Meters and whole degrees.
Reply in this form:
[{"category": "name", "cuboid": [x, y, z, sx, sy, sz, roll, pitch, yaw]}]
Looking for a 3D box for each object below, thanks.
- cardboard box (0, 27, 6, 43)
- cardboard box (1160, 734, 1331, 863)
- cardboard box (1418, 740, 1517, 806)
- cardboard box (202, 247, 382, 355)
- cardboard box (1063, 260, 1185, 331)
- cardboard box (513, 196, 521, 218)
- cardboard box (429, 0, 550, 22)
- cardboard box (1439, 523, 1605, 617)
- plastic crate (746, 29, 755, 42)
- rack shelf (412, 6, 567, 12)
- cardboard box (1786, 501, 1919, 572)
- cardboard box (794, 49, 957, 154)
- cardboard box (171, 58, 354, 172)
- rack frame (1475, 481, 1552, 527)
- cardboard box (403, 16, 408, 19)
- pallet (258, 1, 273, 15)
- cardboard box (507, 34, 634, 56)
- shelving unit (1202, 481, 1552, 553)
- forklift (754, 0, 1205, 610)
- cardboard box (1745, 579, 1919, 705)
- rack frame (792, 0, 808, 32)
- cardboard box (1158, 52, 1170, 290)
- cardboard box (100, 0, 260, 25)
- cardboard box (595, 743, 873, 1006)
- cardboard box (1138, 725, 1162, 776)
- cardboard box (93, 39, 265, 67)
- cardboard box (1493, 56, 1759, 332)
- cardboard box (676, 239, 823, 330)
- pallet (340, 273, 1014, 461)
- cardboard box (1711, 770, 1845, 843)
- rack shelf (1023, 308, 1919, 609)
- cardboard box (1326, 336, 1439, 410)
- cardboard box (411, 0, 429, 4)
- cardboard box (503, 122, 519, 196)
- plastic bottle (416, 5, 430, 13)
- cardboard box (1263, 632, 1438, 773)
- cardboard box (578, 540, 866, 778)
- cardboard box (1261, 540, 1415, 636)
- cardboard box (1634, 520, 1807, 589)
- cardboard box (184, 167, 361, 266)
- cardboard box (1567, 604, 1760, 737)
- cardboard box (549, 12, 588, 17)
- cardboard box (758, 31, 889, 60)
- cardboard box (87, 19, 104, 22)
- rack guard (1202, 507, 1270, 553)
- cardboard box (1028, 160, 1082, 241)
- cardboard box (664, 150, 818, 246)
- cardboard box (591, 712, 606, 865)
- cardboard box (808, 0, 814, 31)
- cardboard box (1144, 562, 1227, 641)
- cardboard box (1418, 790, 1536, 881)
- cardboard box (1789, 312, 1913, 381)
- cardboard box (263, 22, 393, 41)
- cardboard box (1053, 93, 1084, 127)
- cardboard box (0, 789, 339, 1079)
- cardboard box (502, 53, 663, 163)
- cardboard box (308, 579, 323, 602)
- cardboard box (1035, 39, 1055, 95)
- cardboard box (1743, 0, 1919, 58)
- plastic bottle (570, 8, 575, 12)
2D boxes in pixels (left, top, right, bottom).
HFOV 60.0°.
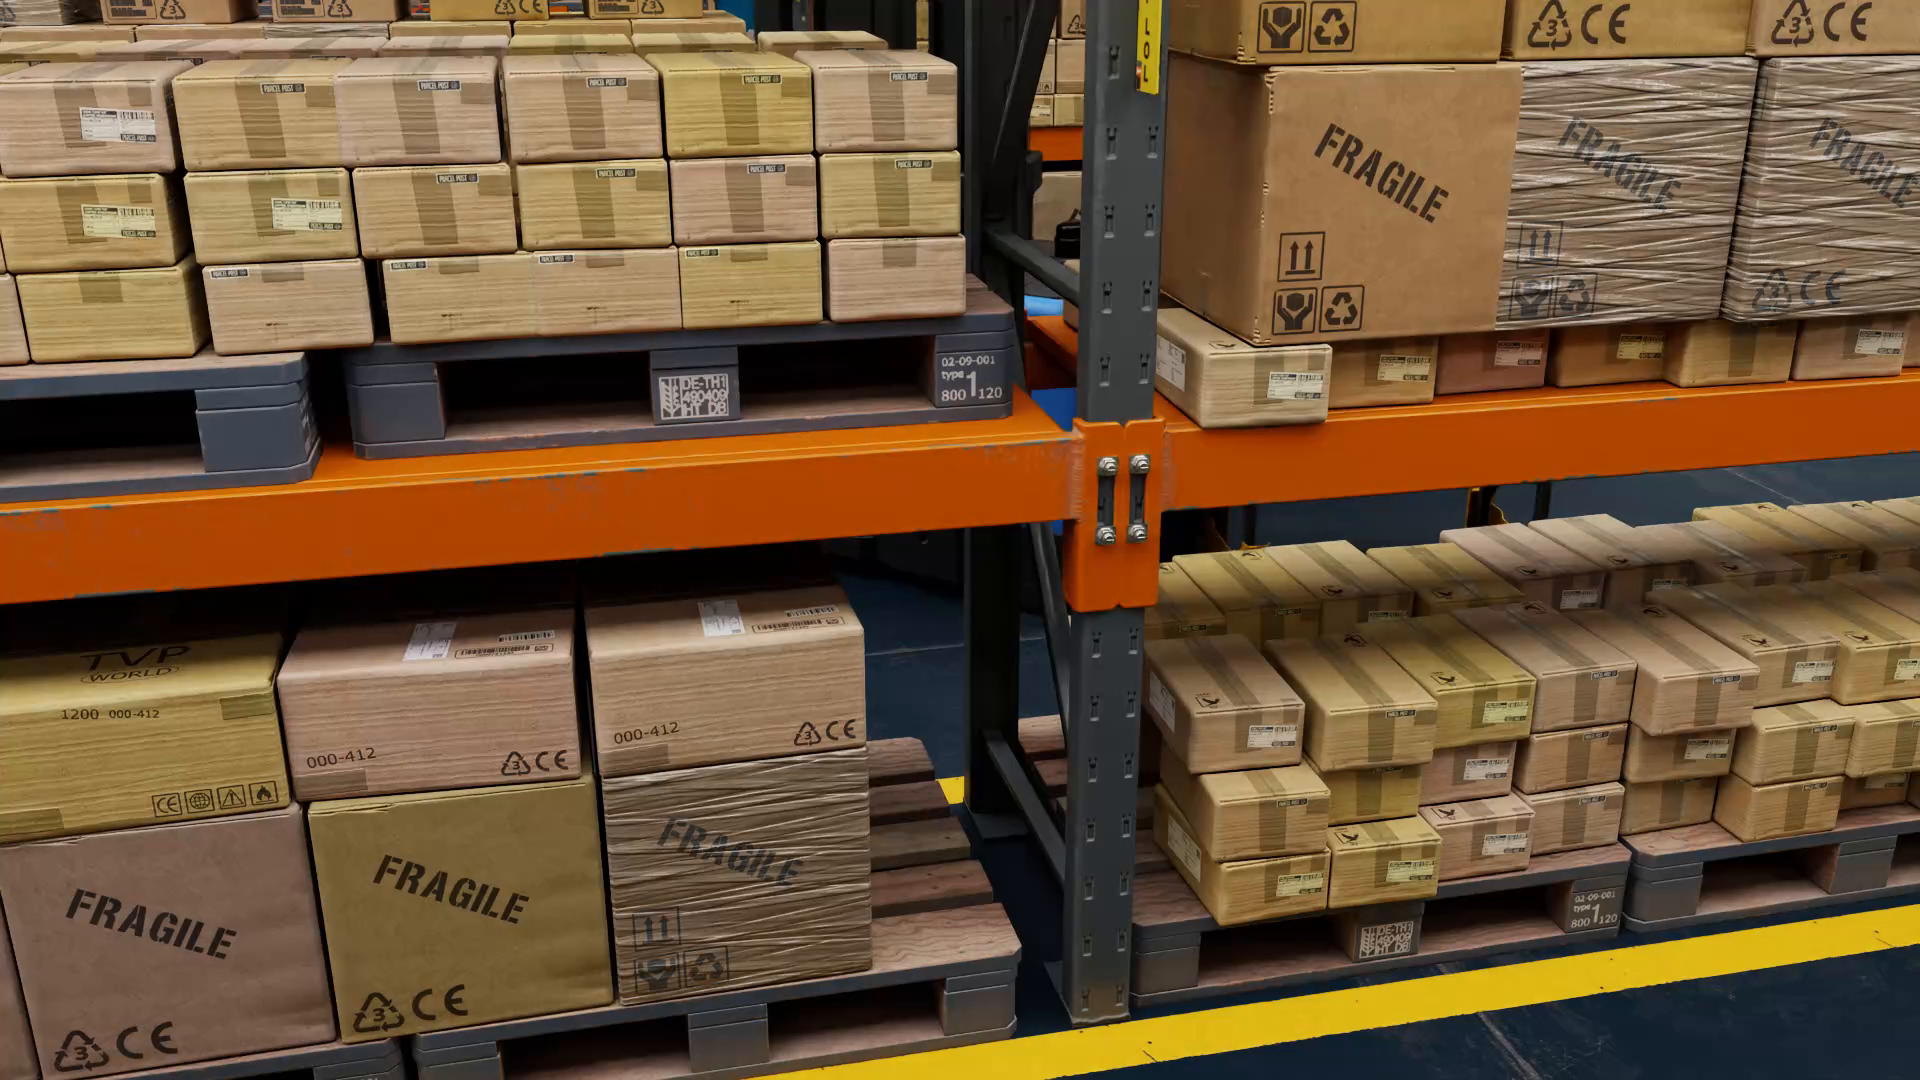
[{"category": "cardboard box", "cuboid": [-4.216, -1.897, 6.986, 0.500, 0.500, 0.500, -4, 21, -11]}, {"category": "cardboard box", "cuboid": [0.611, 0.530, 3.610, 0.250, 0.149, 0.380, -4, 20, -10]}, {"category": "cardboard box", "cuboid": [1.065, 0.448, 3.832, 0.250, 0.149, 0.380, -5, 21, -13]}, {"category": "cardboard box", "cuboid": [-1.166, -0.449, 2.933, 0.250, 0.149, 0.380, -6, 21, -15]}, {"category": "cardboard box", "cuboid": [0.408, -0.534, 3.776, 0.250, 0.149, 0.380, -5, 21, -13]}, {"category": "cardboard box", "cuboid": [-1.062, -0.691, 3.594, 0.250, 0.149, 0.380, -4, 21, -12]}, {"category": "cardboard box", "cuboid": [-2.149, -2.633, 7.538, 0.637, 0.503, 0.797, -4, 21, -12]}, {"category": "cardboard box", "cuboid": [1.463, 0.094, 4.367, 0.250, 0.149, 0.380, -6, 21, -15]}, {"category": "plastic crate", "cuboid": [-1.513, -3.770, 12.542, 0.243, 0.136, 0.396, -5, 21, -12]}, {"category": "rack shelf", "cuboid": [-6.225, -6.697, 21.282, 4.000, 0.370, 1.077, -5, 21, -12]}, {"category": "cardboard box", "cuboid": [2.479, 0.028, 4.547, 0.250, 0.149, 0.380, -4, 20, -10]}, {"category": "cardboard box", "cuboid": [-0.162, -0.812, 3.060, 0.250, 0.149, 0.380, -4, 20, -10]}, {"category": "cardboard box", "cuboid": [-1.170, -0.732, 2.841, 0.250, 0.149, 0.380, -5, 21, -14]}, {"category": "rack frame", "cuboid": [1.956, -0.585, 5.730, 0.032, 1.500, 0.500, -2, 20, -6]}, {"category": "cardboard box", "cuboid": [-2.842, -2.191, 7.789, 0.500, 0.500, 0.500, -4, 21, -11]}, {"category": "pallet", "cuboid": [-6.384, -5.206, 16.443, 1.003, 0.211, 1.213, -5, 21, -12]}, {"category": "cardboard box", "cuboid": [-0.825, -0.989, 3.542, 0.250, 0.149, 0.380, -4, 21, -12]}, {"category": "shelving unit", "cuboid": [1.460, -0.566, 5.680, 1.083, 1.500, 0.587, -2, 20, -6]}, {"category": "forklift", "cuboid": [-0.554, -1.510, 6.176, 3.031, 2.935, 1.130, 13, 24, 31]}, {"category": "cardboard box", "cuboid": [2.094, 0.238, 3.972, 0.250, 0.149, 0.380, -5, 21, -12]}, {"category": "rack frame", "cuboid": [-0.859, -2.219, 8.011, 0.127, 3.000, 1.000, -5, 21, -12]}, {"category": "cardboard box", "cuboid": [0.590, -0.870, 3.751, 0.500, 0.500, 0.500, -5, 21, -12]}, {"category": "cardboard box", "cuboid": [-3.401, -2.523, 7.239, 0.637, 0.503, 0.797, -4, 21, -11]}, {"category": "cardboard box", "cuboid": [-0.478, 0.569, 3.425, 0.500, 0.500, 0.500, -5, 21, -14]}, {"category": "cardboard box", "cuboid": [0.487, 0.446, 4.271, 0.250, 0.149, 0.380, -4, 21, -12]}, {"category": "cardboard box", "cuboid": [-1.563, -0.929, 3.380, 0.250, 0.149, 0.380, -4, 20, -10]}, {"category": "cardboard box", "cuboid": [1.204, -0.734, 3.379, 0.500, 0.500, 0.500, -5, 21, -12]}, {"category": "cardboard box", "cuboid": [-0.409, -0.511, 3.104, 0.250, 0.149, 0.380, -5, 21, -12]}, {"category": "pallet", "cuboid": [-0.593, -0.449, 3.458, 1.213, 0.211, 1.003, -5, 21, -12]}, {"category": "cardboard box", "cuboid": [1.866, 0.553, 3.978, 0.250, 0.149, 0.380, -5, 21, -14]}, {"category": "rack shelf", "cuboid": [2.130, -0.371, 4.013, 4.000, 0.370, 1.077, -5, 21, -12]}, {"category": "cardboard box", "cuboid": [0.769, -0.391, 3.386, 0.250, 0.149, 0.380, -4, 21, -11]}, {"category": "cardboard box", "cuboid": [-5.507, -5.559, 16.373, 0.500, 0.500, 0.700, -1, 20, -2]}, {"category": "cardboard box", "cuboid": [-1.061, -0.830, 3.541, 0.250, 0.149, 0.380, -6, 21, -15]}, {"category": "plastic bottle", "cuboid": [-4.009, -3.826, 12.471, 0.185, 0.351, 0.144, -5, 21, -12]}, {"category": "cardboard box", "cuboid": [0.849, 0.352, 3.663, 0.250, 0.149, 0.380, -4, 20, -10]}, {"category": "cardboard box", "cuboid": [-0.483, 0.217, 3.294, 0.500, 0.250, 0.500, -5, 21, -14]}, {"category": "cardboard box", "cuboid": [0.951, 0.141, 4.239, 0.250, 0.149, 0.380, -5, 21, -13]}, {"category": "cardboard box", "cuboid": [1.990, 0.085, 4.390, 0.250, 0.149, 0.380, -5, 21, -12]}, {"category": "cardboard box", "cuboid": [-1.174, -0.589, 2.883, 0.250, 0.149, 0.380, -6, 21, -15]}, {"category": "cardboard box", "cuboid": [1.599, 0.294, 3.820, 0.250, 0.149, 0.380, -4, 21, -11]}, {"category": "cardboard box", "cuboid": [-1.853, -2.273, 8.013, 0.500, 0.500, 0.500, -5, 21, -12]}, {"category": "cardboard box", "cuboid": [-0.305, -1.032, 3.661, 0.250, 0.149, 0.380, -4, 20, -10]}, {"category": "cardboard box", "cuboid": [-3.842, -2.109, 7.565, 0.500, 0.500, 0.500, -5, 21, -13]}, {"category": "rack guard", "cuboid": [0.965, 0.039, 5.844, 0.087, 0.250, 0.587, -2, 20, -6]}, {"category": "cardboard box", "cuboid": [0.678, -1.515, 8.568, 0.875, 0.875, 0.875, -5, 21, -12]}, {"category": "cardboard box", "cuboid": [-0.414, -0.651, 3.052, 0.250, 0.149, 0.380, -5, 21, -12]}, {"category": "cardboard box", "cuboid": [-0.596, 0.396, 3.897, 0.500, 0.500, 0.500, -4, 20, -10]}, {"category": "cardboard box", "cuboid": [-0.473, -2.766, 8.200, 0.500, 0.500, 0.500, -4, 21, -11]}, {"category": "cardboard box", "cuboid": [0.471, 0.196, 4.087, 0.250, 0.149, 0.380, -4, 21, -11]}, {"category": "cardboard box", "cuboid": [1.101, 0.611, 3.819, 0.250, 0.149, 0.380, -5, 21, -13]}, {"category": "cardboard box", "cuboid": [1.805, -0.466, 3.591, 0.250, 0.149, 0.380, -4, 20, -10]}, {"category": "cardboard box", "cuboid": [-2.730, -2.019, 7.320, 0.500, 0.500, 0.500, -5, 21, -12]}, {"category": "cardboard box", "cuboid": [0.522, -2.097, 8.042, 0.250, 0.149, 0.380, -5, 21, -13]}, {"category": "cardboard box", "cuboid": [-1.478, 0.648, 3.207, 0.500, 0.500, 0.500, -5, 21, -14]}, {"category": "cardboard box", "cuboid": [-0.675, -0.771, 2.948, 0.250, 0.149, 0.380, -5, 21, -14]}, {"category": "cardboard box", "cuboid": [-1.113, 0.087, 3.650, 0.500, 0.250, 0.500, -4, 21, -11]}, {"category": "cardboard box", "cuboid": [0.144, -2.275, 7.951, 0.500, 0.250, 0.500, -5, 21, -13]}, {"category": "cardboard box", "cuboid": [1.678, -1.237, 3.298, 0.500, 0.500, 0.500, -4, 21, -12]}, {"category": "plastic bottle", "cuboid": [-2.818, -3.671, 12.048, 0.185, 0.351, 0.144, -5, 21, -12]}]
